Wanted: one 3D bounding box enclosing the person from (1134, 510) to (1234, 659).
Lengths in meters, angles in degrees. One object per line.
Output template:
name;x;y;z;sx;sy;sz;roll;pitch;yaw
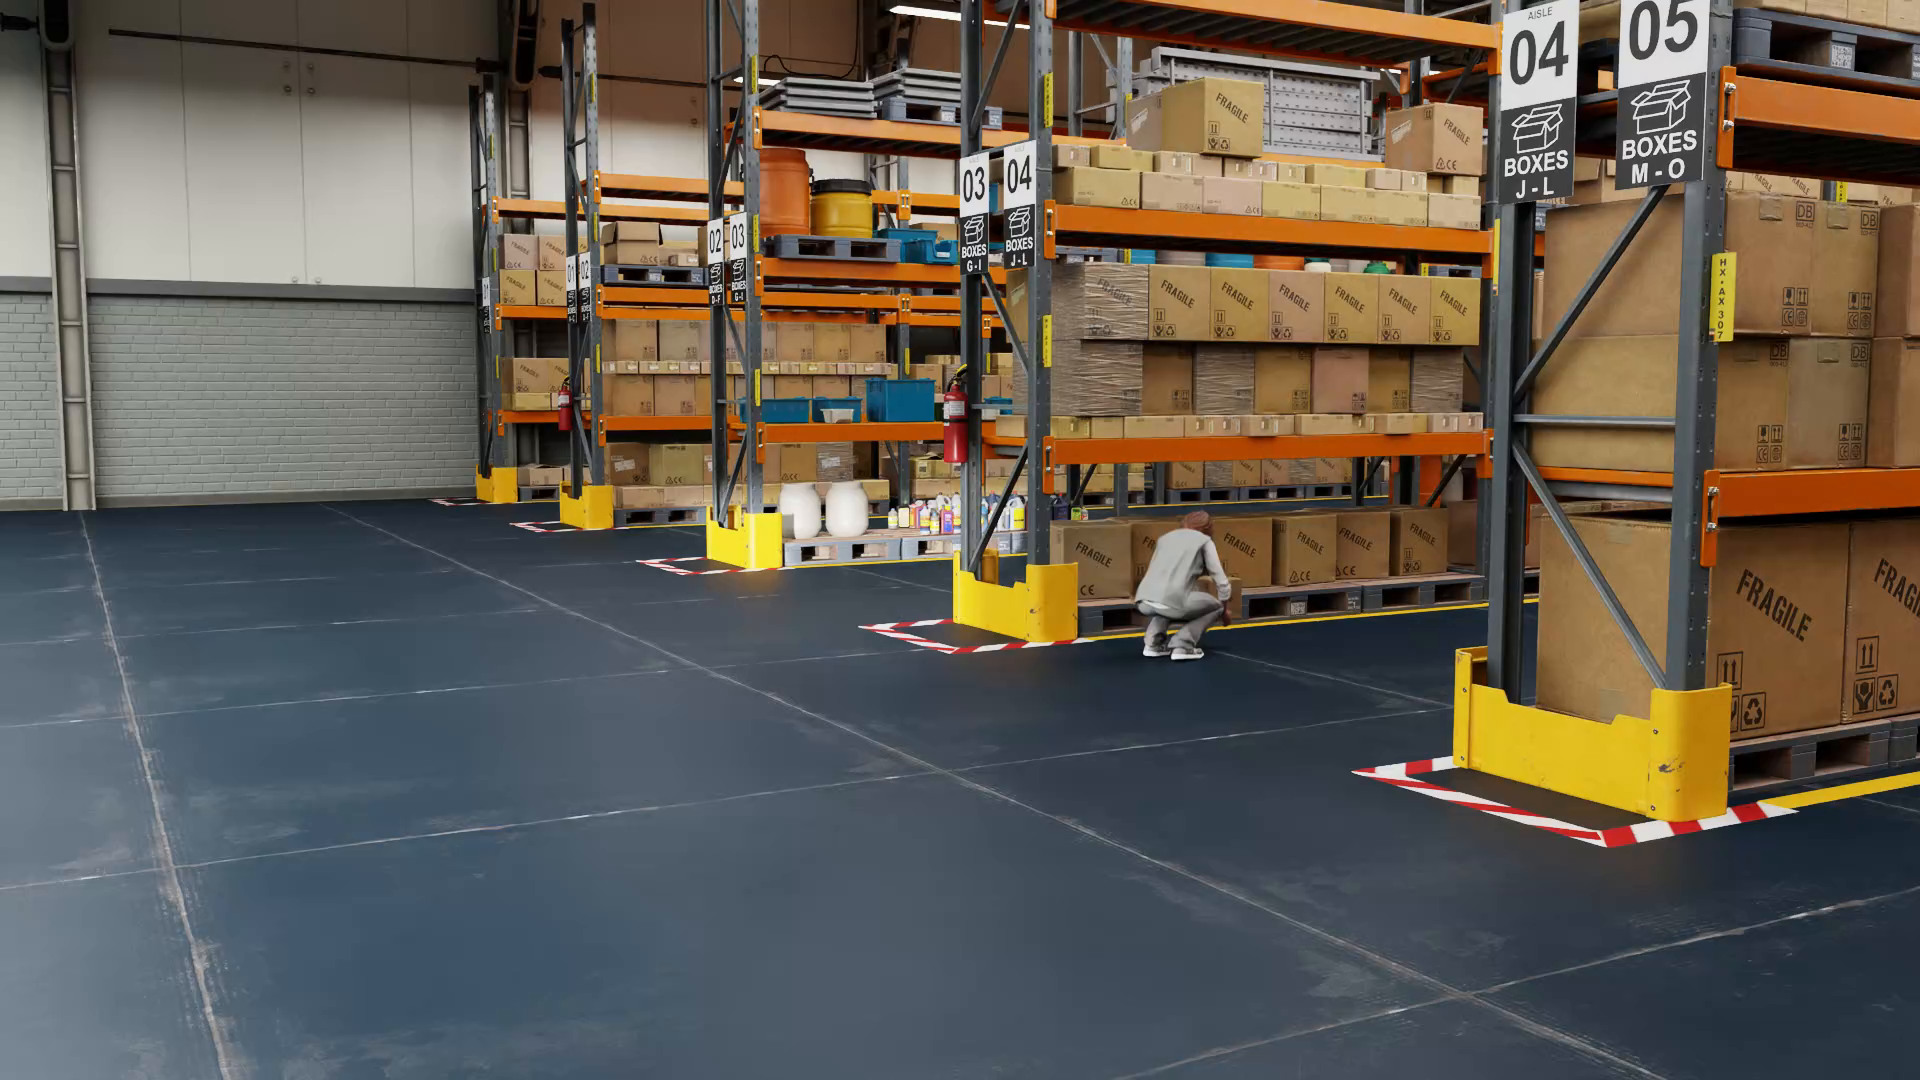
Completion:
person;1.395;0.280;10.196;0.460;0.870;0.839;5;7;42
